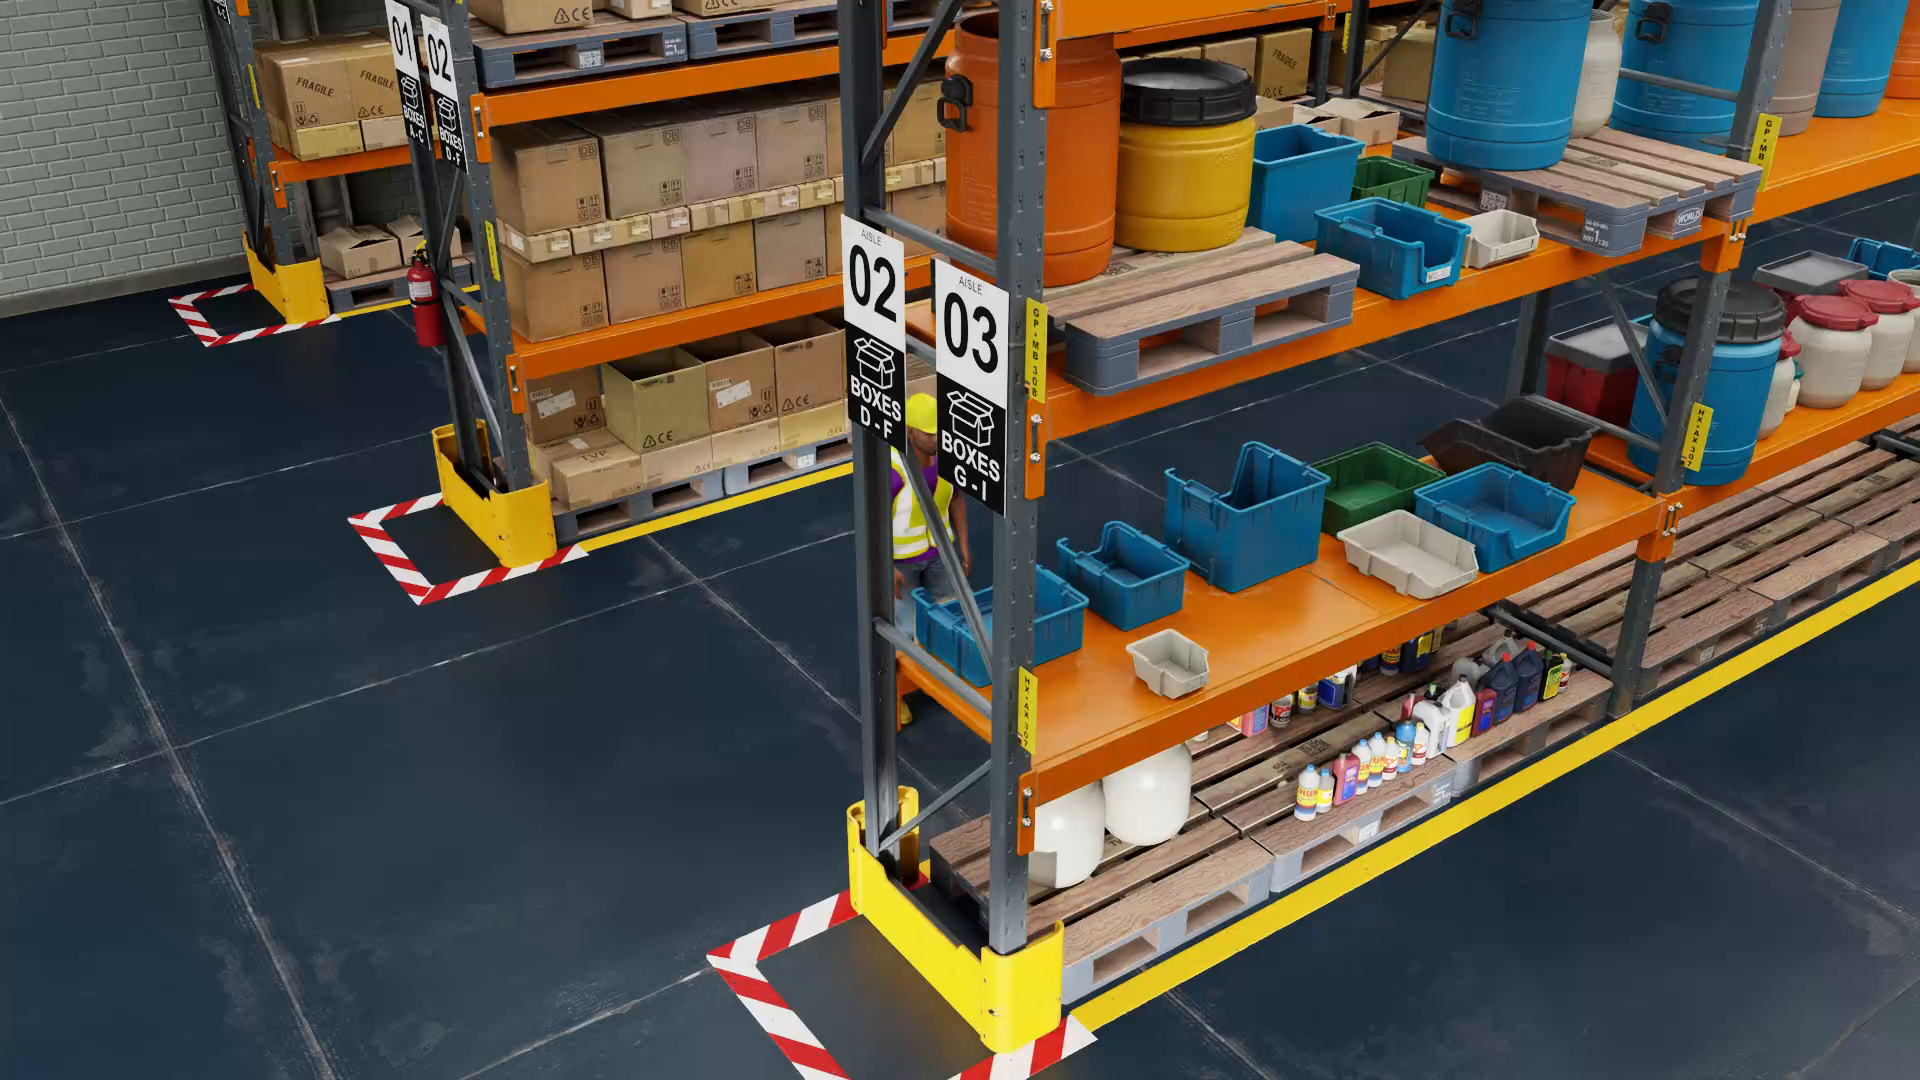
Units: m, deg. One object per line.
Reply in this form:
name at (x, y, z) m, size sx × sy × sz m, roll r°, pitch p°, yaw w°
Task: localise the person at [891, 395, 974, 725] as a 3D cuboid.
person at (-0.187, 0.071, 8.479) m, size 0.634 × 1.756 × 0.458 m, roll -21°, pitch 35°, yaw -33°
